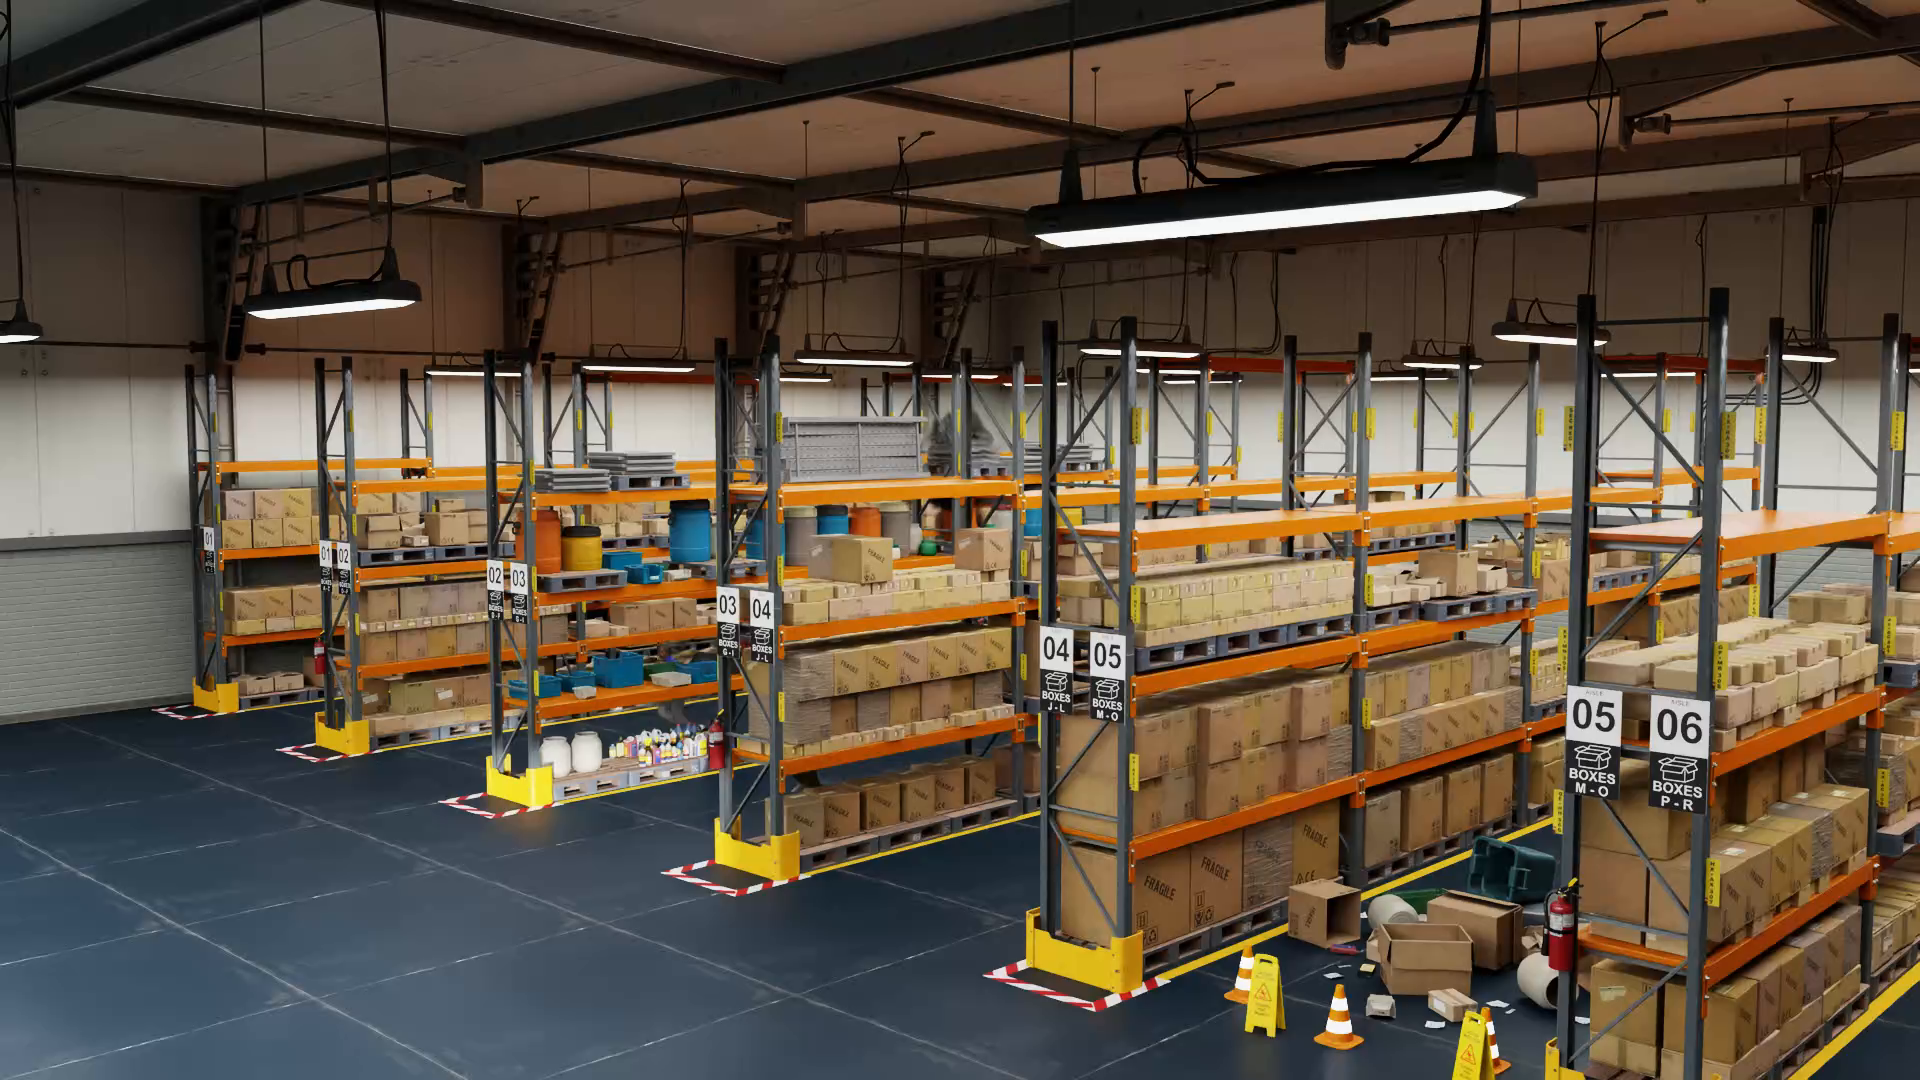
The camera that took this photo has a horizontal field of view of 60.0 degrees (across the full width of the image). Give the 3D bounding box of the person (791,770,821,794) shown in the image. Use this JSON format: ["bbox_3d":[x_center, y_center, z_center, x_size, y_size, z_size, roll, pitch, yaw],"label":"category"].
[{"bbox_3d":[-2.121,2.603,22.009,0.704,1.722,0.826,4,6,43],"label":"person"}]

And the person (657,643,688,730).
[{"bbox_3d":[-4.450,2.412,25.895,0.652,1.527,0.583,-2,5,-25],"label":"person"}]
